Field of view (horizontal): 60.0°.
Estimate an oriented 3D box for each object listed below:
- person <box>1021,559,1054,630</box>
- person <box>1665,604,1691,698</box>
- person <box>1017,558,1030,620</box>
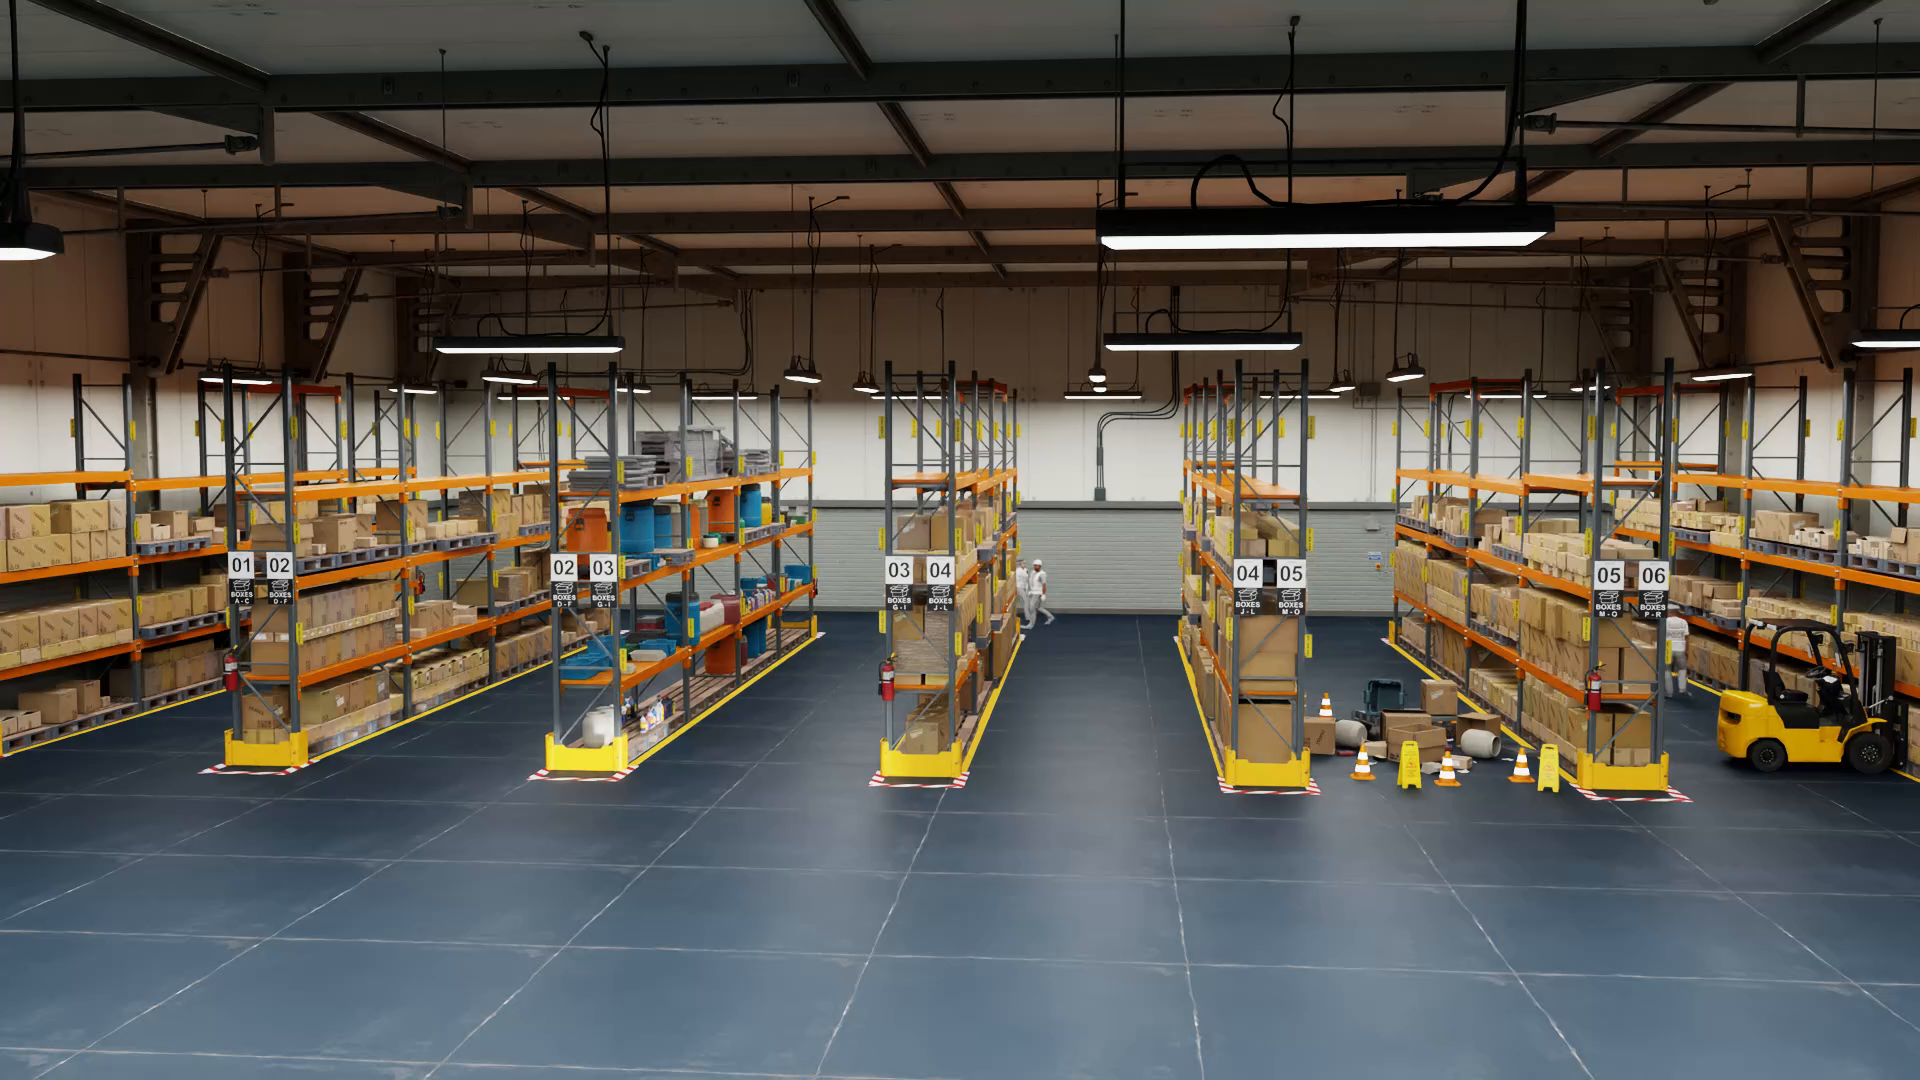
[{"bbox_3d":[1.988,1.368,41.948,0.937,1.770,0.535,-1,4,-17],"label":"person"},{"bbox_3d":[13.369,2.083,31.126,0.579,1.755,0.557,0,4,3],"label":"person"},{"bbox_3d":[1.582,1.281,44.119,1.026,1.622,0.462,2,4,27],"label":"person"}]
